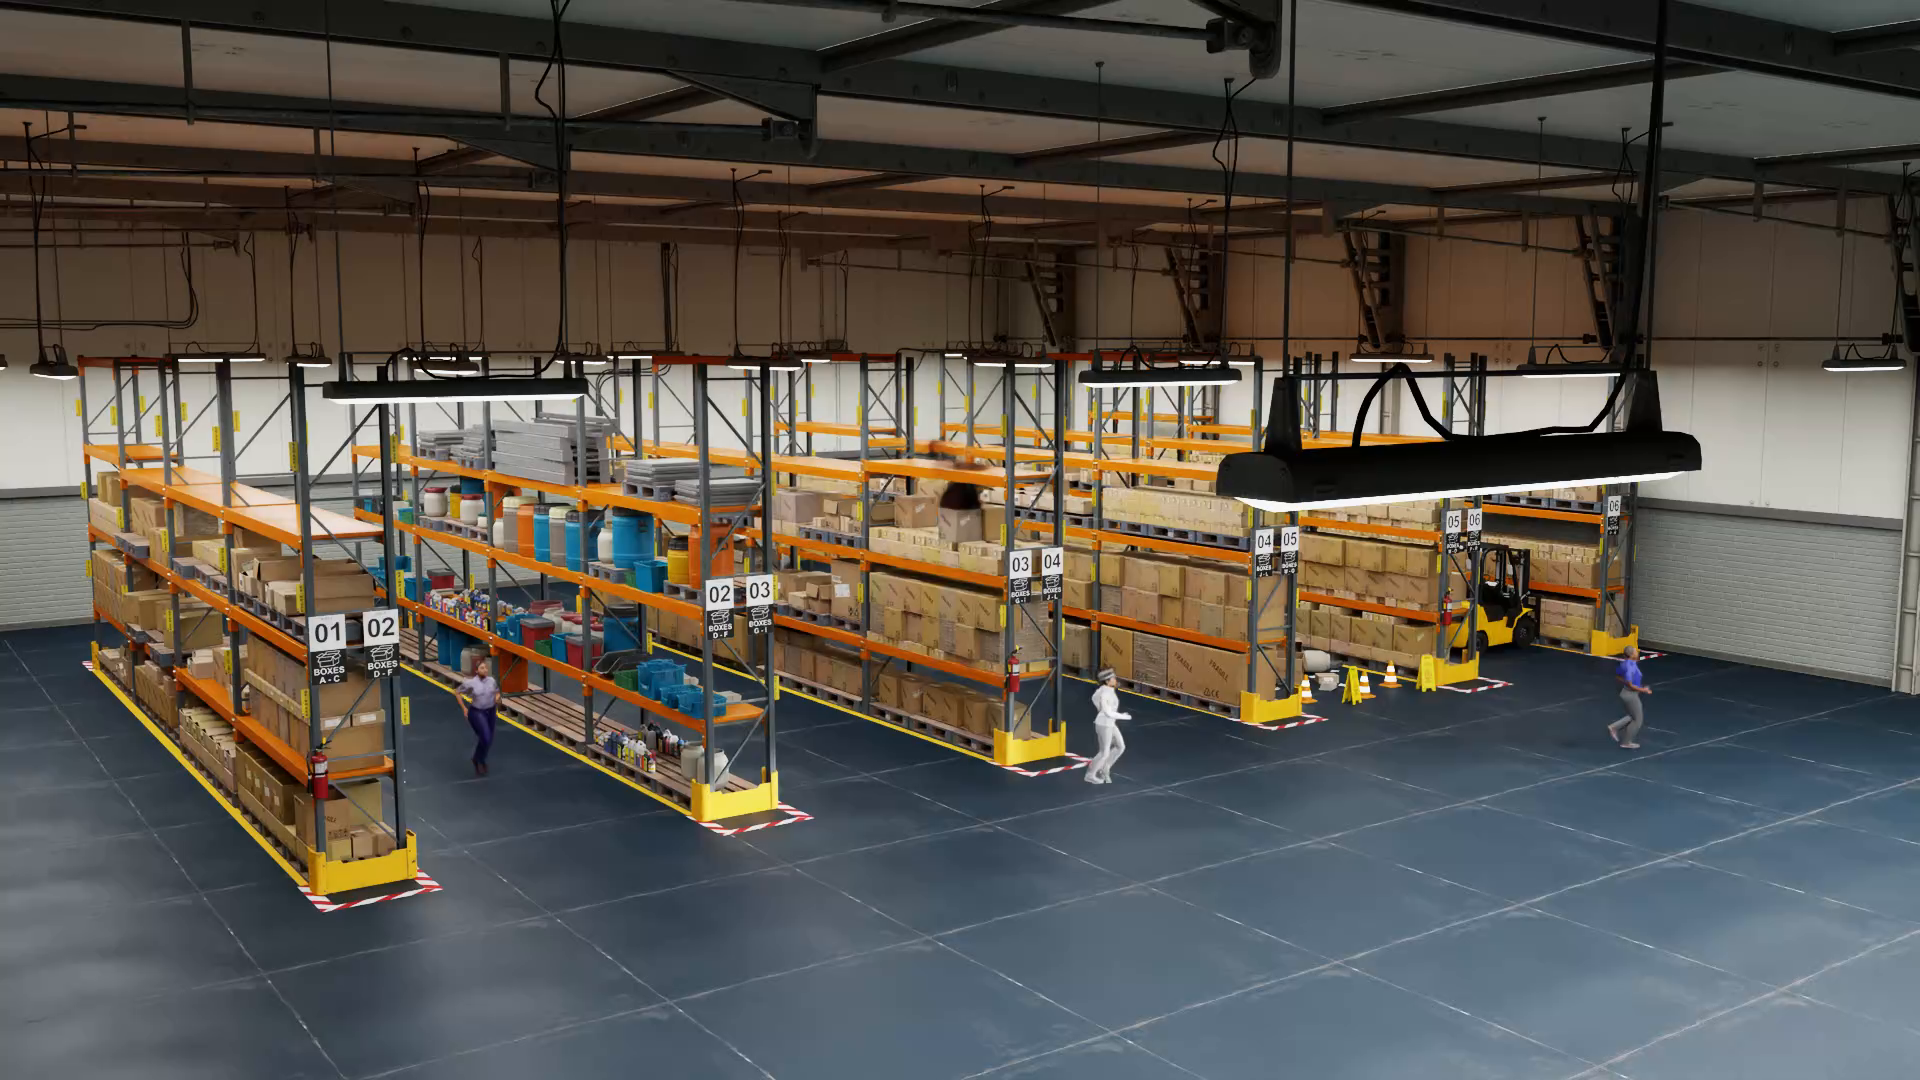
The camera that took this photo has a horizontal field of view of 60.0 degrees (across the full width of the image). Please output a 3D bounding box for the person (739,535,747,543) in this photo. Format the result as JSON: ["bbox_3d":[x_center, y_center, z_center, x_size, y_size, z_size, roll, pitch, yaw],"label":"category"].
[{"bbox_3d":[-5.182,0.716,39.305,0.699,1.737,0.624,-4,8,-31],"label":"person"}]

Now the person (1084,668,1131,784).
[{"bbox_3d":[2.105,2.652,23.617,0.661,1.706,0.637,1,7,9],"label":"person"}]

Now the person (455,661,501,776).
[{"bbox_3d":[-6.956,2.591,24.252,0.682,1.671,0.578,5,9,37],"label":"person"}]

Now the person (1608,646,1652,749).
[{"bbox_3d":[10.370,2.423,25.698,0.557,1.606,0.572,1,7,8],"label":"person"}]

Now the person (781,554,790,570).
[{"bbox_3d":[-4.372,0.432,42.123,0.636,1.631,0.573,-5,8,-35],"label":"person"}]
